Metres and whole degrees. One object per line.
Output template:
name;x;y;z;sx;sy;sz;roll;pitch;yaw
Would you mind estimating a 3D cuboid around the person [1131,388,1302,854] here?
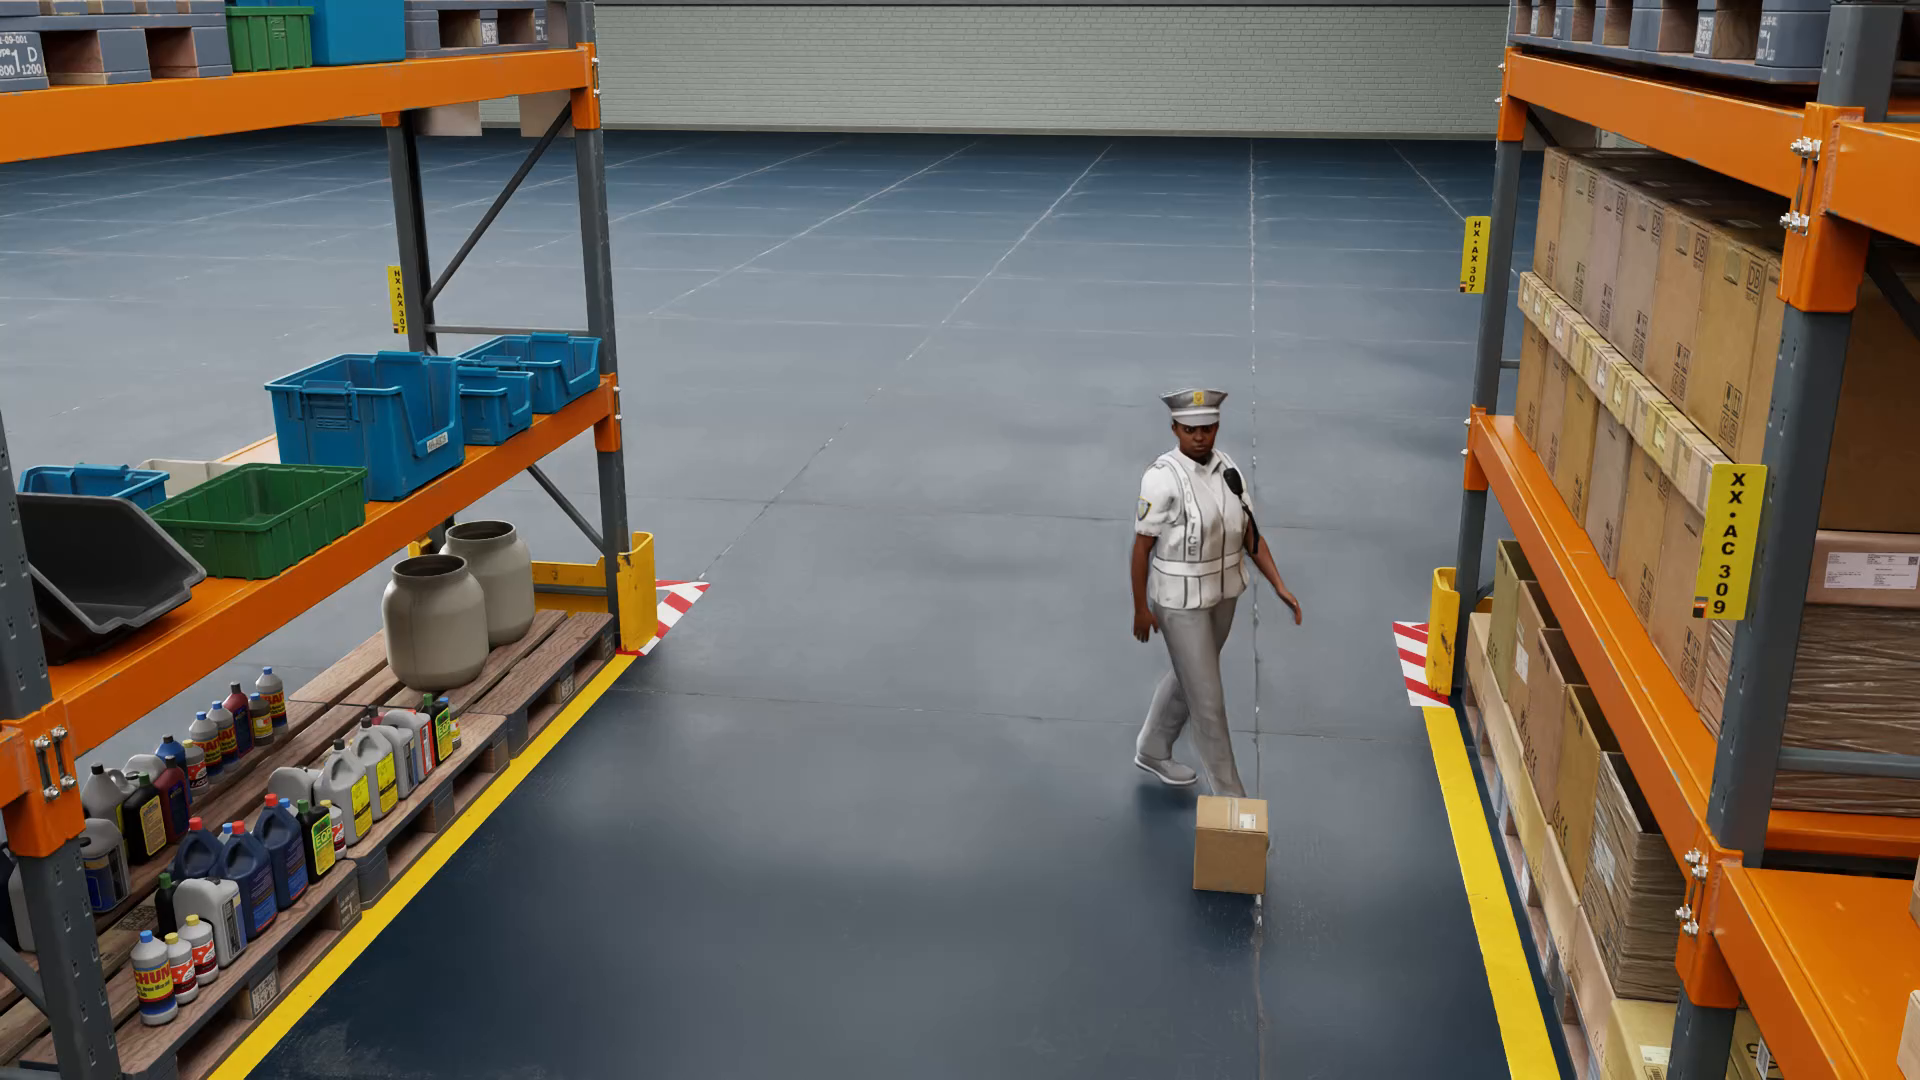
person;0.969;0.249;6.234;0.481;1.665;0.815;-14;23;-37
